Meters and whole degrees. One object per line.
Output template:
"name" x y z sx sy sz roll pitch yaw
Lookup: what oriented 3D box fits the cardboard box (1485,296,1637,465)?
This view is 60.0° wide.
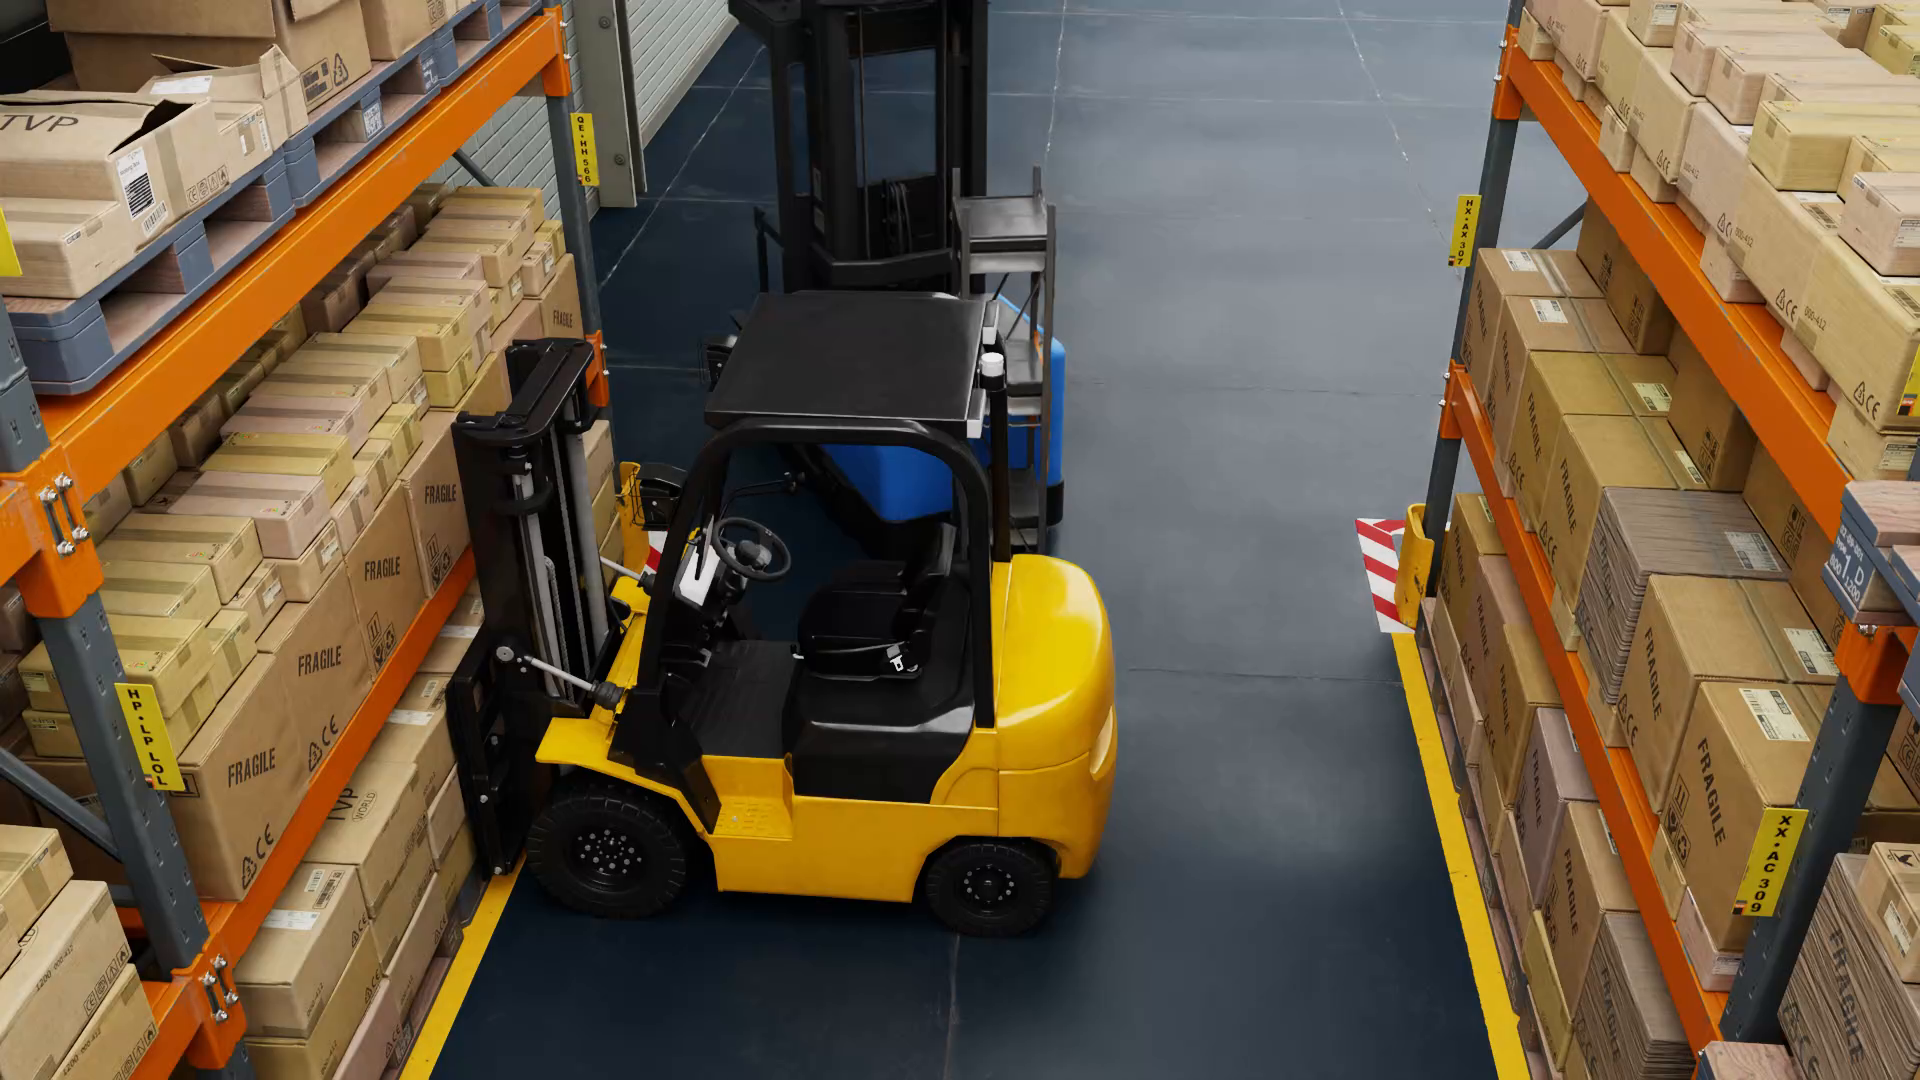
"cardboard box" 2.390 -0.618 6.514 0.500 0.500 0.500 3 32 5

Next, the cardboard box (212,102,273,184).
"cardboard box" -2.127 -1.089 4.542 0.380 0.149 0.250 3 32 5

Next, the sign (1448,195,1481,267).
"sign" 2.203 -1.347 7.251 0.100 0.325 0.005 2 32 4

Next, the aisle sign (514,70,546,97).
"aisle sign" -1.905 -2.294 7.135 0.394 0.787 0.004 2 32 4

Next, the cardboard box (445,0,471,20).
"cardboard box" -1.989 -2.027 5.954 0.396 0.266 0.258 3 32 4

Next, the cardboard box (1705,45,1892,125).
"cardboard box" 2.265 -1.229 4.506 0.380 0.149 0.250 3 32 5

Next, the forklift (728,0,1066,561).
"forklift" -0.537 -1.888 9.020 1.130 2.935 3.031 -14 34 -21

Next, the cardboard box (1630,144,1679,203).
"cardboard box" 2.311 -1.150 5.138 0.380 0.149 0.250 2 32 3

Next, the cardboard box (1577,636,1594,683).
"cardboard box" 2.271 0.398 5.484 0.380 0.149 0.250 2 32 3

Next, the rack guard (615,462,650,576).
"rack guard" -2.201 -0.114 8.458 1.175 0.500 0.348 2 32 4

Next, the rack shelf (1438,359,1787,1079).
"rack shelf" 2.581 0.397 5.933 1.077 0.370 4.000 2 32 4

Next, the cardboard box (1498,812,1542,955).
"cardboard box" 2.278 1.263 6.062 0.500 0.250 0.500 3 32 5

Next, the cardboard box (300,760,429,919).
"cardboard box" -2.125 0.986 5.558 0.500 0.250 0.500 3 32 4

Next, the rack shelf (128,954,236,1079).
"rack shelf" -2.692 2.278 2.879 1.077 0.370 4.000 2 32 4

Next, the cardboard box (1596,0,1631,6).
"cardboard box" 2.331 -1.899 5.592 0.380 0.149 0.250 2 32 4

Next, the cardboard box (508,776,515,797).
"cardboard box" -2.046 0.879 6.685 0.500 0.250 0.500 3 32 6

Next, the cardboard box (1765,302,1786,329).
"cardboard box" 2.313 -0.605 4.253 0.380 0.149 0.250 1 32 2

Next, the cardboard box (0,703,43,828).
"cardboard box" -2.762 0.637 4.761 0.500 0.500 0.500 2 32 4

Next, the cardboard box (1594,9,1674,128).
"cardboard box" 2.370 -1.509 5.340 0.500 0.250 0.500 3 32 5

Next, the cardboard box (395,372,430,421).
"cardboard box" -2.142 -0.492 5.976 0.380 0.149 0.250 2 32 4

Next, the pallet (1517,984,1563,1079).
"pallet" 2.438 1.971 5.351 1.003 0.211 1.213 2 32 4

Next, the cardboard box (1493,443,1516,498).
"cardboard box" 2.335 -0.281 6.586 0.380 0.149 0.250 3 32 5

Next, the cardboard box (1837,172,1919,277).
"cardboard box" 2.172 -0.687 3.627 0.380 0.149 0.250 2 32 3

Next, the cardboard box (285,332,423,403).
"cardboard box" -2.141 -0.612 5.887 0.380 0.149 0.250 3 32 5

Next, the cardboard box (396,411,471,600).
"cardboard box" -2.104 -0.137 6.018 0.500 0.500 0.500 3 32 4

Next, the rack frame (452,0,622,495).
"rack frame" -2.203 -1.165 7.782 1.000 3.000 0.127 2 32 4

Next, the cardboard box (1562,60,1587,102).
"cardboard box" 2.406 -1.687 6.009 0.380 0.149 0.250 3 32 5

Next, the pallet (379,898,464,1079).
"pallet" -2.422 1.699 5.791 1.003 0.211 1.213 2 32 4

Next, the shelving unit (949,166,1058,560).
"shelving unit" 0.186 -0.650 7.803 0.431 2.100 0.503 -3 32 -4

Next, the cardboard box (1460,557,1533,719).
"cardboard box" 2.363 0.413 6.726 0.500 0.500 0.500 1 32 2

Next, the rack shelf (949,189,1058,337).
"rack shelf" 0.186 -1.234 7.443 0.431 0.518 0.480 -3 32 -4

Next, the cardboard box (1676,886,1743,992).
"cardboard box" 2.141 1.062 4.407 0.380 0.149 0.250 2 32 3

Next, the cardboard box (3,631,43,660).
"cardboard box" -2.773 0.296 4.697 0.380 0.149 0.250 2 32 3

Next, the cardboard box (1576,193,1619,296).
"cardboard box" 2.920 -1.274 6.626 0.700 0.500 0.500 2 32 3

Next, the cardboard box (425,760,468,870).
"cardboard box" -2.090 0.940 6.110 0.500 0.250 0.500 2 32 4

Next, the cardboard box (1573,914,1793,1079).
"cardboard box" 2.199 1.488 4.982 0.500 0.500 0.500 2 32 3

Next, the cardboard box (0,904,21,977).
"cardboard box" -2.338 0.932 3.666 0.380 0.149 0.250 2 32 3

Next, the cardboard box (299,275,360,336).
"cardboard box" -2.537 -0.902 6.358 0.380 0.149 0.250 3 32 6

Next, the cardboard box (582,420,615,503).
"cardboard box" -1.930 -0.345 7.718 0.500 0.250 0.500 3 32 6

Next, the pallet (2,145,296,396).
"pallet" -2.485 -0.760 4.349 1.003 0.211 1.213 2 32 4

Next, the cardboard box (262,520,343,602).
"cardboard box" -2.134 0.053 5.091 0.380 0.149 0.250 3 32 5

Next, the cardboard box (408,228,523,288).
"cardboard box" -2.006 -1.146 6.753 0.380 0.149 0.250 3 32 5

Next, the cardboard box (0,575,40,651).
"cardboard box" -2.742 0.172 4.615 0.380 0.149 0.250 2 32 3

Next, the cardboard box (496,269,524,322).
"cardboard box" -2.026 -1.023 6.837 0.380 0.149 0.250 3 32 5

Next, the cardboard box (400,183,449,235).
"cardboard box" -2.444 -1.444 7.237 0.380 0.149 0.250 2 32 3

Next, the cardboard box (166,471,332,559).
"cardboard box" -2.141 -0.078 5.020 0.380 0.149 0.250 3 32 5

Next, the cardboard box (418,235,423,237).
"cardboard box" -2.489 -1.318 7.315 0.380 0.149 0.250 2 32 3

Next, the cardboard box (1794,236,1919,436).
"cardboard box" 2.186 -0.447 3.616 0.500 0.250 0.500 2 32 4

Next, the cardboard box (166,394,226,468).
"cardboard box" -2.668 -0.367 5.489 0.380 0.149 0.250 2 32 3

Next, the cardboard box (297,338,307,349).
"cardboard box" -2.665 -0.648 6.229 0.380 0.149 0.250 4 32 6

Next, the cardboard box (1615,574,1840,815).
"cardboard box" 2.242 0.455 4.774 0.500 0.500 0.500 3 32 6

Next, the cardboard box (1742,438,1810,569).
"cardboard box" 2.802 -0.207 4.895 0.700 0.500 0.500 2 32 3

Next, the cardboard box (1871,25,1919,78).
"cardboard box" 2.814 -1.340 4.686 0.380 0.149 0.250 3 32 5
